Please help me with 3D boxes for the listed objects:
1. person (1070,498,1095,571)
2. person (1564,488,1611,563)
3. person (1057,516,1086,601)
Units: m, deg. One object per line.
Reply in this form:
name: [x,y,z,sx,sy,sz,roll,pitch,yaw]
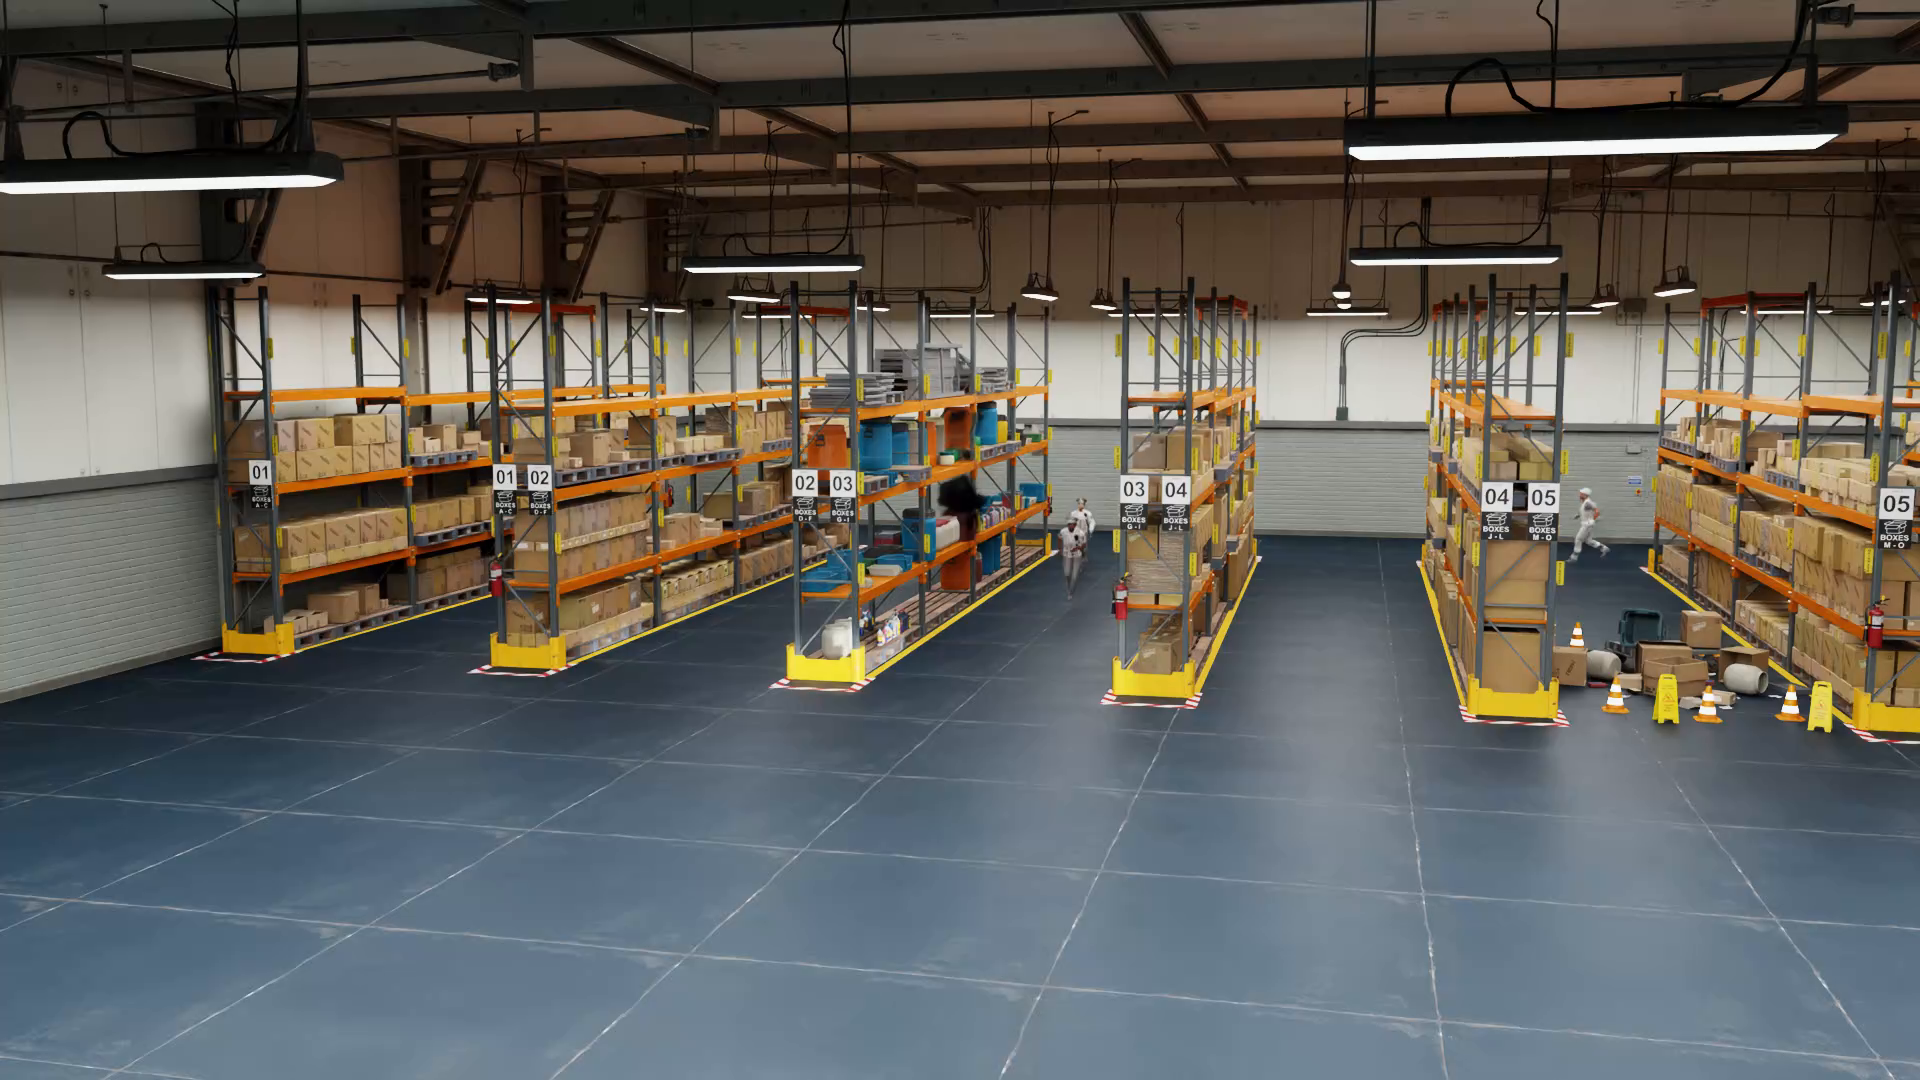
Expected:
person: [2.746,-0.138,37.719,0.616,1.659,0.554,1,7,9]
person: [14.655,-0.332,38.770,1.028,1.771,0.684,1,7,12]
person: [2.088,0.347,31.161,0.562,1.627,0.678,1,7,9]
